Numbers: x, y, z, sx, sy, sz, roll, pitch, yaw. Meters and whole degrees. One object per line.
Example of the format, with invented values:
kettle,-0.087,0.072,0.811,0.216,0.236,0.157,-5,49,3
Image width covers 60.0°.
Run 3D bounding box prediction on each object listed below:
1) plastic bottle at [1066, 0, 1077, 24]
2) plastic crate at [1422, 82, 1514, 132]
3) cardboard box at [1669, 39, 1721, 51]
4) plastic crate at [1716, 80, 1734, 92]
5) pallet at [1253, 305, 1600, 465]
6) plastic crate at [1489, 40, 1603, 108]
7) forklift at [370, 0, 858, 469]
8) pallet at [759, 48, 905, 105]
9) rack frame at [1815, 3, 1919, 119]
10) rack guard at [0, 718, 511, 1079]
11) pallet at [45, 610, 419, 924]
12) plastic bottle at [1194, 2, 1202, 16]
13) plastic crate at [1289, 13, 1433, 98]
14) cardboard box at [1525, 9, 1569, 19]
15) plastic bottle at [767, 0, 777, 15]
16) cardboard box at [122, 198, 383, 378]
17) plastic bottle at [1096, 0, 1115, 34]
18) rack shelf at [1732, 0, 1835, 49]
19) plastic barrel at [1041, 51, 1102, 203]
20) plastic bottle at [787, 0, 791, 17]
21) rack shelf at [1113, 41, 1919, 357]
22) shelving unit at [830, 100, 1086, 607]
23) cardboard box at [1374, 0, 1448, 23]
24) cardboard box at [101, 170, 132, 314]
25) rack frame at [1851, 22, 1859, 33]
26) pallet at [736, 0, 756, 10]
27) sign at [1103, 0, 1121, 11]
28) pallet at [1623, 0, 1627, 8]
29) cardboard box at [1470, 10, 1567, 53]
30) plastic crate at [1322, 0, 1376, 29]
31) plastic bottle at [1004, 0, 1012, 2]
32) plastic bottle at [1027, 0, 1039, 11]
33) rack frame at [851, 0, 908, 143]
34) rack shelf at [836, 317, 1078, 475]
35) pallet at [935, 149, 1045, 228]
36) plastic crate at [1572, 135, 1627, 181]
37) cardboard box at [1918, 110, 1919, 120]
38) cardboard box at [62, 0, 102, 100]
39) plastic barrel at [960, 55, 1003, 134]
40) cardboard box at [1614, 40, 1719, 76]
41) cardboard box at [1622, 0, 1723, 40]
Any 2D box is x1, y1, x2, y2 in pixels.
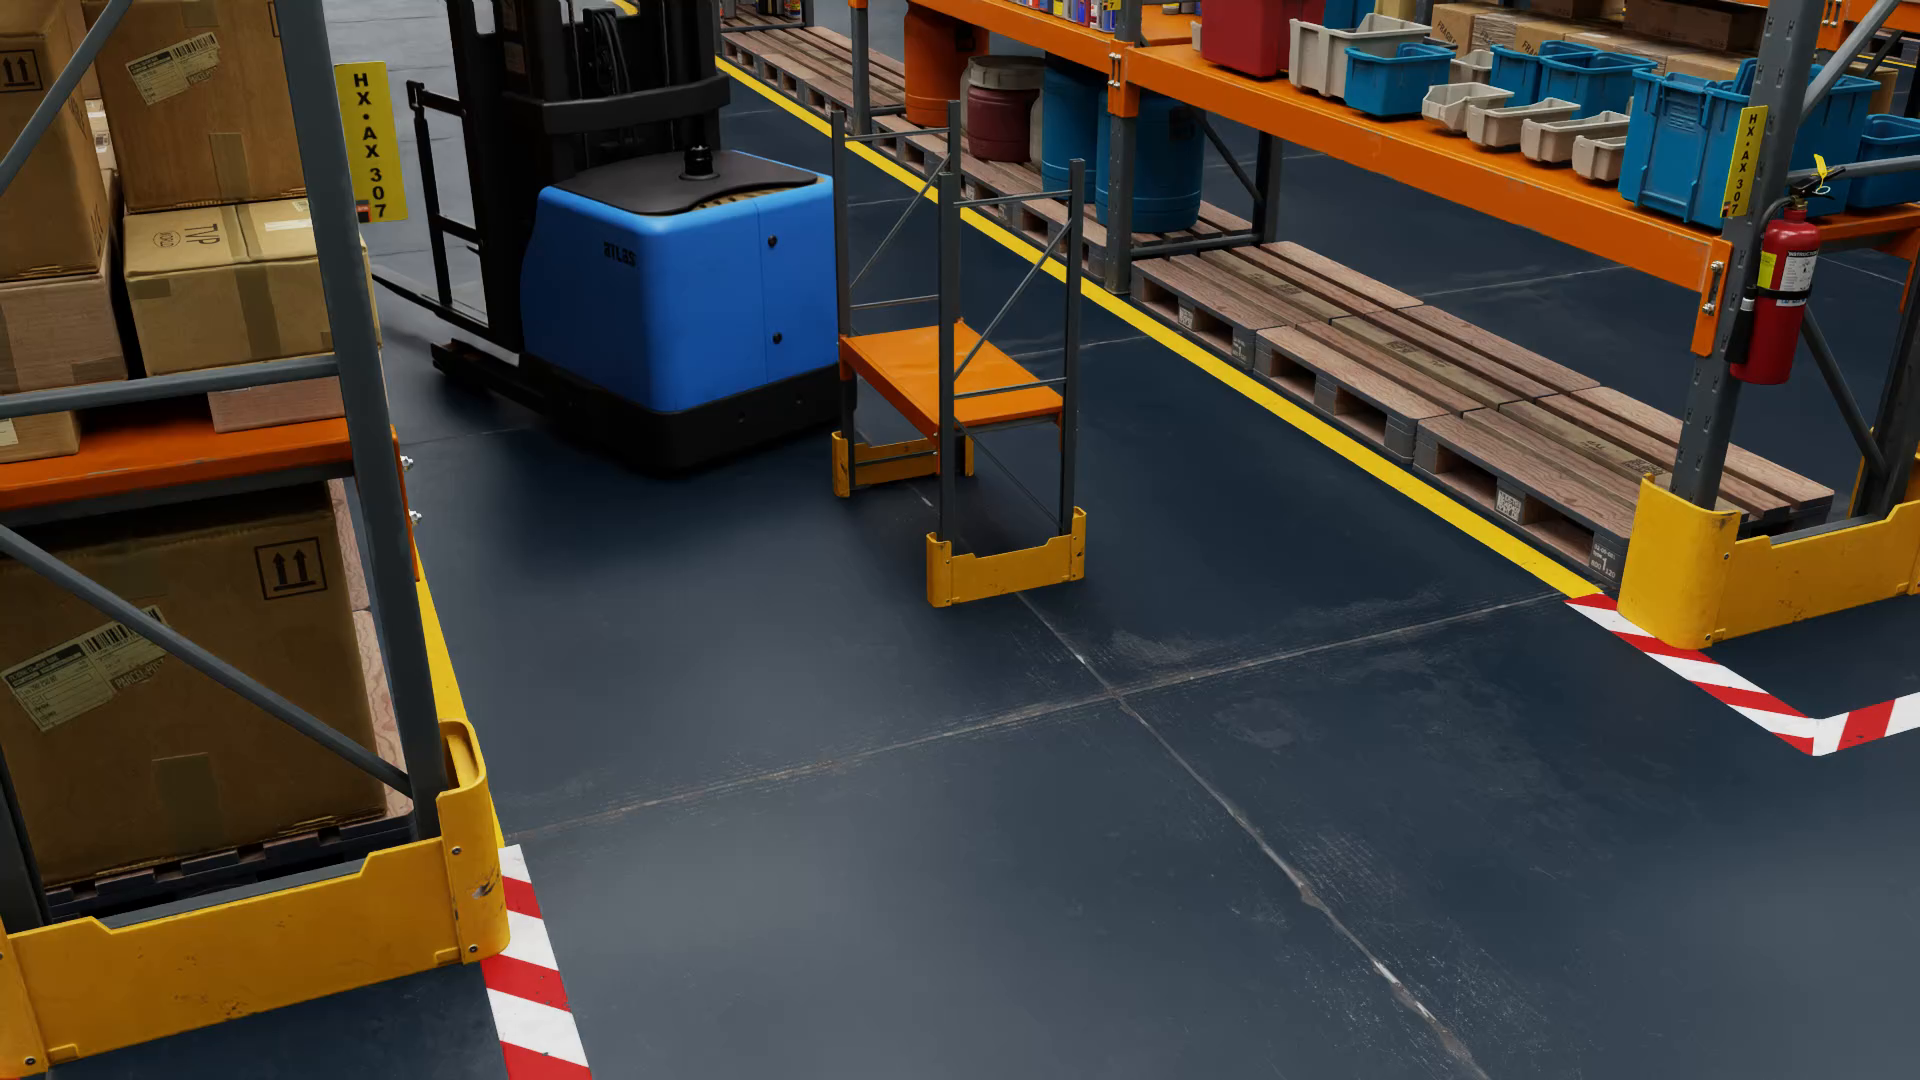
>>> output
plastic bottle,0.670,-2.961,9.037,0.152,0.276,0.135,-11,28,-21
plastic crate,1.981,-1.701,6.548,0.298,0.136,0.250,-11,28,-21
cardboard box,5.451,-3.343,12.026,0.500,0.500,0.500,-10,28,-20
plastic crate,2.780,-1.524,6.076,0.416,0.233,0.300,-11,28,-21
pallet,2.071,-0.729,7.503,1.003,0.211,1.213,-11,28,-21
plastic crate,2.405,-1.911,6.868,0.416,0.233,0.300,-11,28,-21
forklift,-1.831,-2.156,7.325,1.130,2.935,3.031,-23,34,-38
pallet,-1.043,-3.938,14.076,1.003,0.211,1.213,-11,28,-21
rack frame,5.824,-3.615,10.235,1.000,3.000,0.127,-11,28,-21
rack guard,-1.716,0.833,3.974,1.175,0.500,0.348,-11,28,-21
pallet,-2.111,0.644,4.690,1.003,0.211,1.213,-11,28,-21
plastic bottle,1.362,-3.066,9.257,0.097,0.271,0.097,0,26,0
plastic crate,1.694,-2.091,7.181,0.437,0.282,0.530,-11,28,-21
cardboard box,4.840,-3.967,13.304,0.500,0.500,0.500,-9,28,-19
plastic bottle,-1.839,-5.283,16.247,0.061,0.283,0.133,-11,28,-21
cardboard box,-1.665,-0.606,3.905,0.500,0.250,0.500,-11,28,-22
plastic bottle,0.813,-2.813,8.735,0.152,0.276,0.135,-11,28,-21
rack shelf,5.041,-4.099,12.047,1.077,0.370,4.000,-11,28,-21
plastic barrel,0.791,-2.520,9.905,0.600,0.901,0.708,-11,28,-21
plastic bottle,-1.629,-5.180,16.129,0.097,0.201,0.097,0,26,0
rack shelf,2.048,-1.635,7.000,1.077,0.370,4.000,-11,28,-21
shelving unit,-0.030,-0.705,5.984,0.587,1.500,1.083,-11,28,-21
cardboard box,3.826,-4.604,14.277,0.500,0.311,0.500,-10,28,-19
cardboard box,-2.358,-0.721,4.140,0.500,0.250,0.500,-11,28,-21
rack frame,8.815,-6.083,15.289,1.000,3.000,0.127,-11,28,-21
pallet,-2.574,-5.514,17.302,1.003,0.211,1.213,-11,28,-21
sign,0.758,-2.796,8.243,0.100,0.325,0.005,-11,28,-21
pallet,7.554,-6.130,18.565,1.003,0.211,1.213,-11,28,-21
cardboard box,4.383,-3.861,13.087,0.500,0.500,0.500,-12,28,-22
plastic crate,1.762,-2.655,8.220,0.392,0.384,0.575,-11,28,-21
plastic bottle,0.329,-3.312,9.757,0.152,0.276,0.135,-11,28,-21
plastic bottle,0.473,-3.164,9.454,0.152,0.276,0.135,-11,28,-21
rack frame,-0.301,-4.380,11.803,1.000,3.000,0.127,-11,28,-21
rack shelf,-0.033,-0.547,6.070,0.538,0.185,1.000,-11,28,-21
pallet,0.520,-2.324,10.770,1.003,0.211,1.213,-11,28,-21
plastic crate,2.346,-1.357,5.843,0.396,0.136,0.243,-11,28,-21
cardboard box,6.309,-2.508,10.316,0.500,0.500,0.500,-11,28,-21
cardboard box,-2.946,-1.671,5.231,0.500,0.500,0.500,-11,28,-22
plastic barrel,0.209,-3.044,11.422,0.421,0.512,0.421,0,26,0
cardboard box,4.986,-3.243,11.821,0.500,0.500,0.500,-10,28,-20
cardboard box,5.271,-3.870,12.250,0.500,0.250,0.500,-11,28,-22
